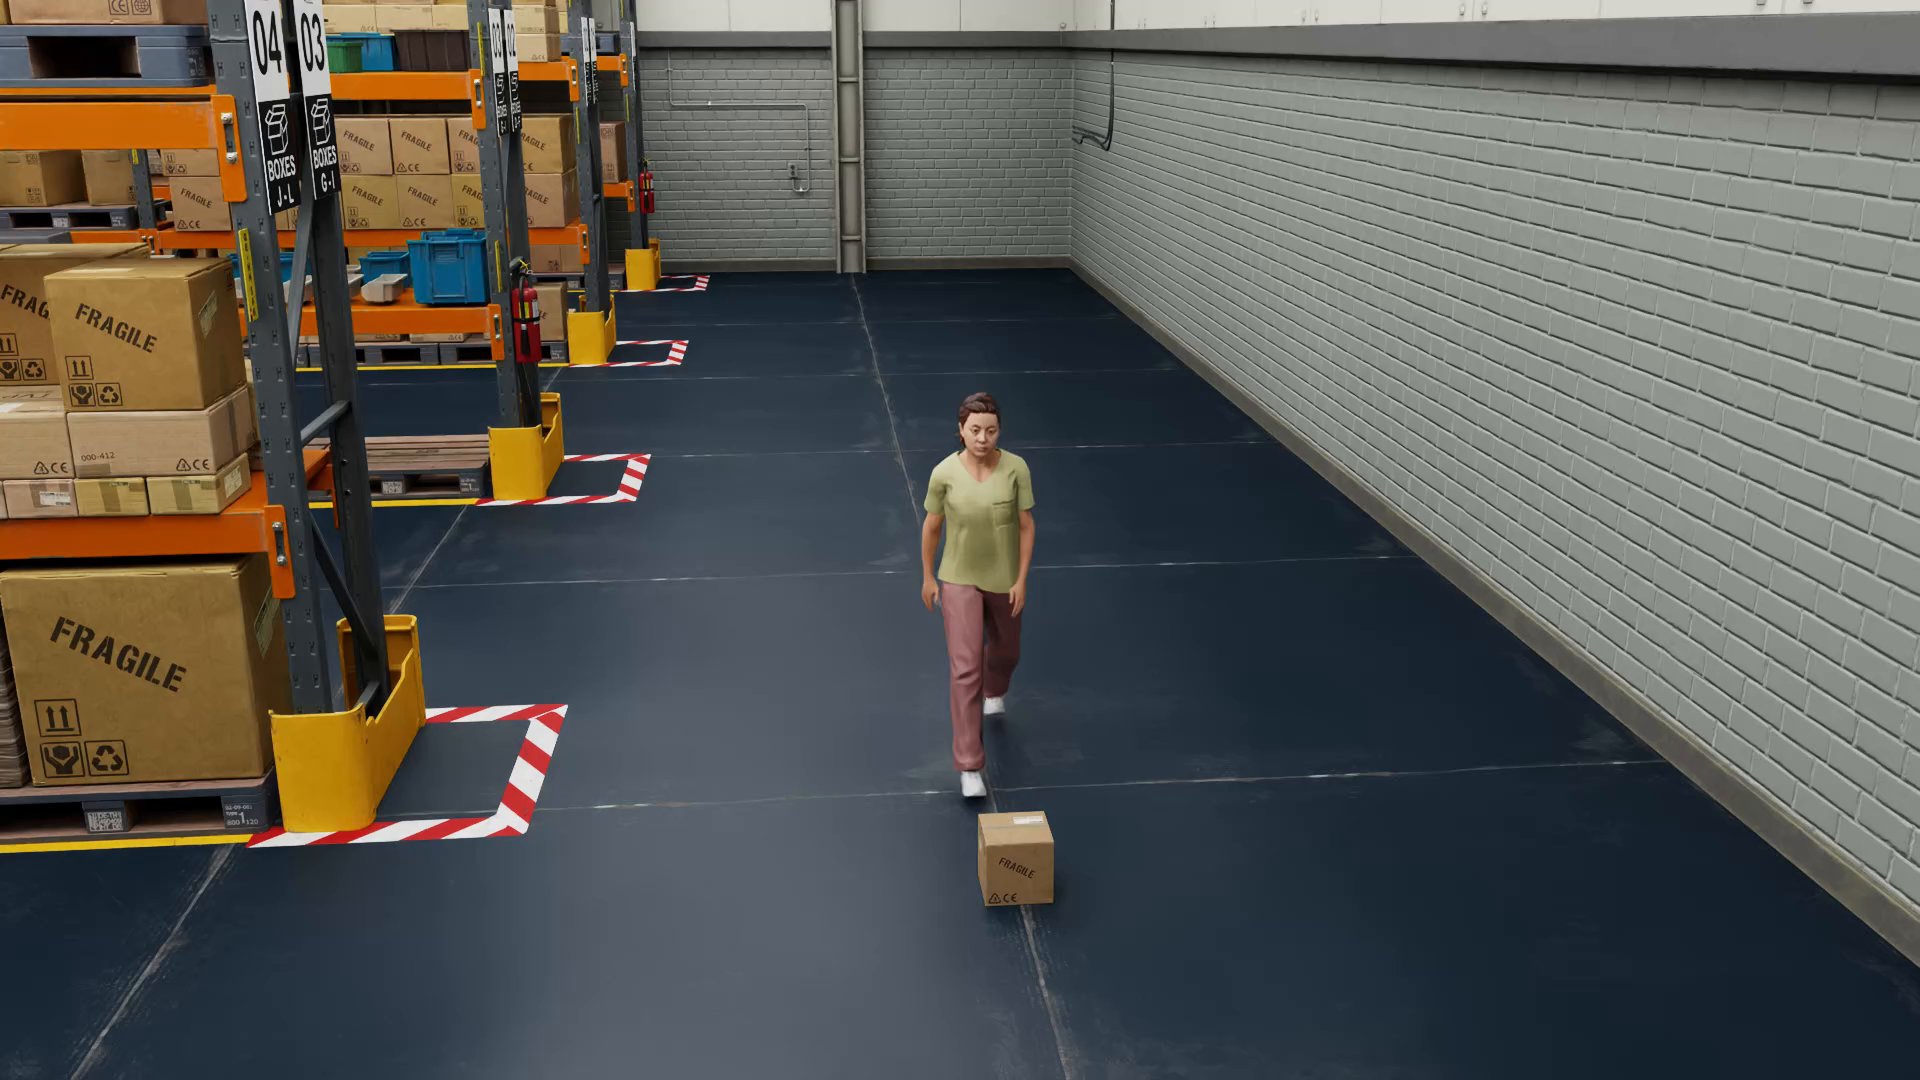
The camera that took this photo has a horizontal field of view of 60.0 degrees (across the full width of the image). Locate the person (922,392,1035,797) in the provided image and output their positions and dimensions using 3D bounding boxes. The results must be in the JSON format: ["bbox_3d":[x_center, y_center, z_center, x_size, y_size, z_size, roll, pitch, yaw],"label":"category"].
[{"bbox_3d":[0.078,0.163,7.031,0.466,1.631,1.015,-3,17,-9],"label":"person"}]
